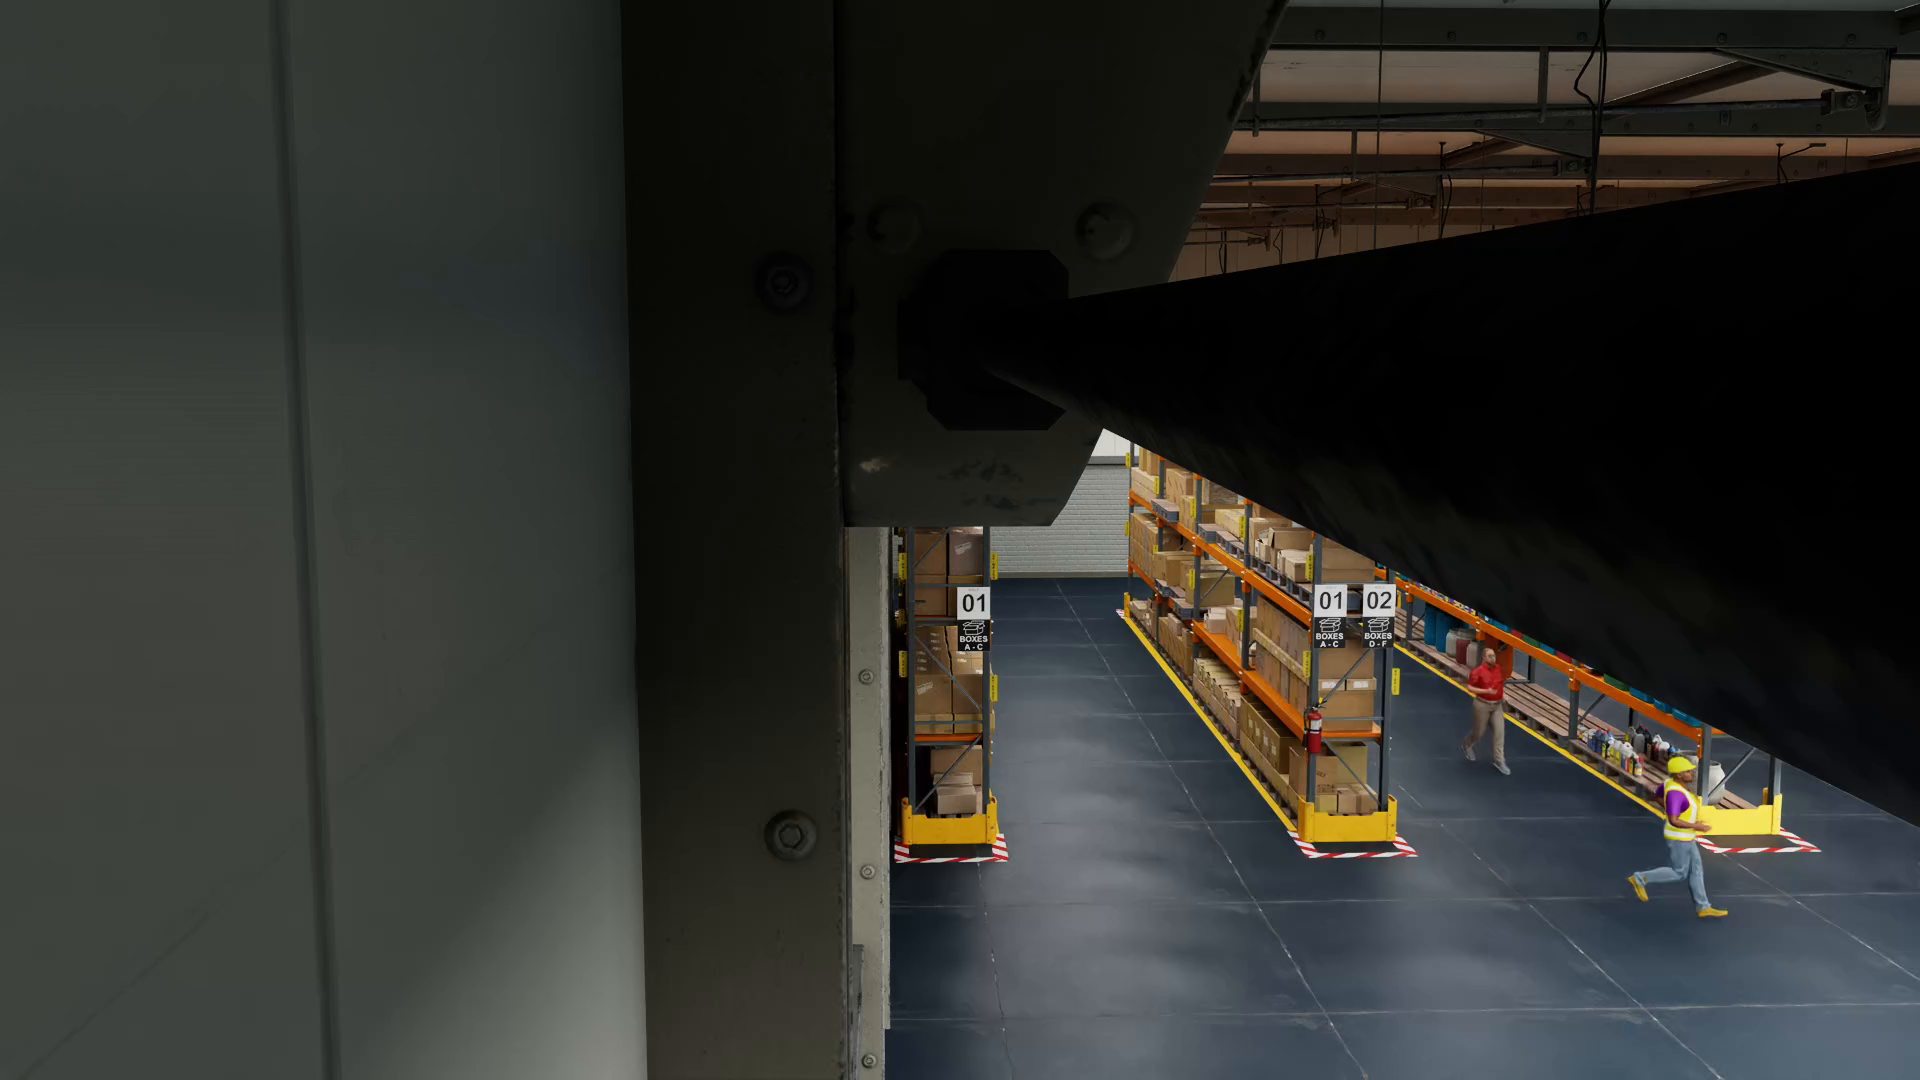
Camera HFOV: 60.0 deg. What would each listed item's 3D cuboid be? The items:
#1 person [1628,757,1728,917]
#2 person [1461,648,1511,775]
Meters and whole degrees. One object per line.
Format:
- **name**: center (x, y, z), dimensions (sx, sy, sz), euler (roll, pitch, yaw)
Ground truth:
- **person**: center (7.757, 3.187, 17.878), dimensions (1.006, 1.738, 0.714), euler (3, 8, 24)
- **person**: center (7.558, 2.411, 23.843), dimensions (0.659, 1.735, 0.967), euler (-2, 8, -16)
